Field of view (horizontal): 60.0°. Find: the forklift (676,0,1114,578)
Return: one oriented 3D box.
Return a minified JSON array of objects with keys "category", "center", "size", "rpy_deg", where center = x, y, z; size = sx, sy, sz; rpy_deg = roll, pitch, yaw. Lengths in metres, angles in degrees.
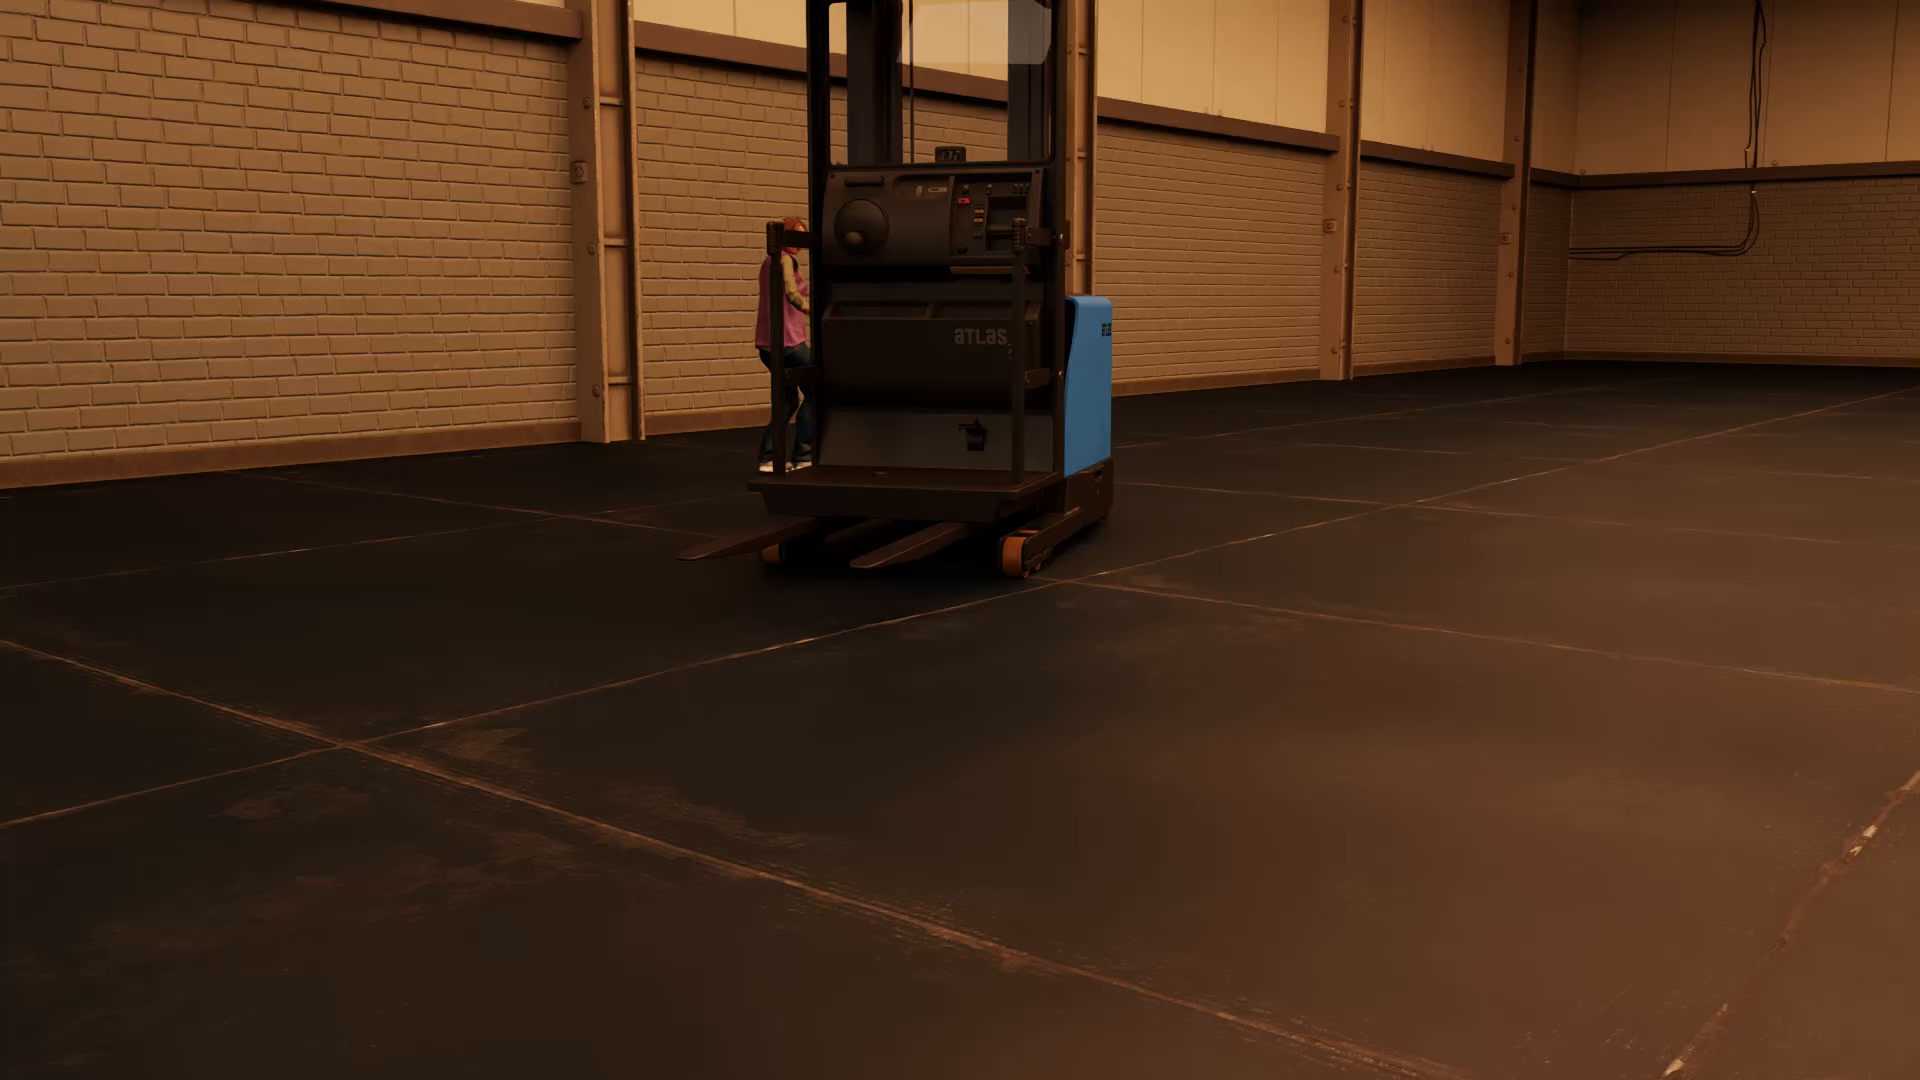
[{"category":"forklift","center":[-0.176,-1.366,6.616],"size":[1.130,2.935,3.031],"rpy_deg":[3,9,17]}]

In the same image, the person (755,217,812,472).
[{"category":"person","center":[-1.037,-1.172,10.122],"size":[0.449,1.554,0.632],"rpy_deg":[-5,10,-33]}]
